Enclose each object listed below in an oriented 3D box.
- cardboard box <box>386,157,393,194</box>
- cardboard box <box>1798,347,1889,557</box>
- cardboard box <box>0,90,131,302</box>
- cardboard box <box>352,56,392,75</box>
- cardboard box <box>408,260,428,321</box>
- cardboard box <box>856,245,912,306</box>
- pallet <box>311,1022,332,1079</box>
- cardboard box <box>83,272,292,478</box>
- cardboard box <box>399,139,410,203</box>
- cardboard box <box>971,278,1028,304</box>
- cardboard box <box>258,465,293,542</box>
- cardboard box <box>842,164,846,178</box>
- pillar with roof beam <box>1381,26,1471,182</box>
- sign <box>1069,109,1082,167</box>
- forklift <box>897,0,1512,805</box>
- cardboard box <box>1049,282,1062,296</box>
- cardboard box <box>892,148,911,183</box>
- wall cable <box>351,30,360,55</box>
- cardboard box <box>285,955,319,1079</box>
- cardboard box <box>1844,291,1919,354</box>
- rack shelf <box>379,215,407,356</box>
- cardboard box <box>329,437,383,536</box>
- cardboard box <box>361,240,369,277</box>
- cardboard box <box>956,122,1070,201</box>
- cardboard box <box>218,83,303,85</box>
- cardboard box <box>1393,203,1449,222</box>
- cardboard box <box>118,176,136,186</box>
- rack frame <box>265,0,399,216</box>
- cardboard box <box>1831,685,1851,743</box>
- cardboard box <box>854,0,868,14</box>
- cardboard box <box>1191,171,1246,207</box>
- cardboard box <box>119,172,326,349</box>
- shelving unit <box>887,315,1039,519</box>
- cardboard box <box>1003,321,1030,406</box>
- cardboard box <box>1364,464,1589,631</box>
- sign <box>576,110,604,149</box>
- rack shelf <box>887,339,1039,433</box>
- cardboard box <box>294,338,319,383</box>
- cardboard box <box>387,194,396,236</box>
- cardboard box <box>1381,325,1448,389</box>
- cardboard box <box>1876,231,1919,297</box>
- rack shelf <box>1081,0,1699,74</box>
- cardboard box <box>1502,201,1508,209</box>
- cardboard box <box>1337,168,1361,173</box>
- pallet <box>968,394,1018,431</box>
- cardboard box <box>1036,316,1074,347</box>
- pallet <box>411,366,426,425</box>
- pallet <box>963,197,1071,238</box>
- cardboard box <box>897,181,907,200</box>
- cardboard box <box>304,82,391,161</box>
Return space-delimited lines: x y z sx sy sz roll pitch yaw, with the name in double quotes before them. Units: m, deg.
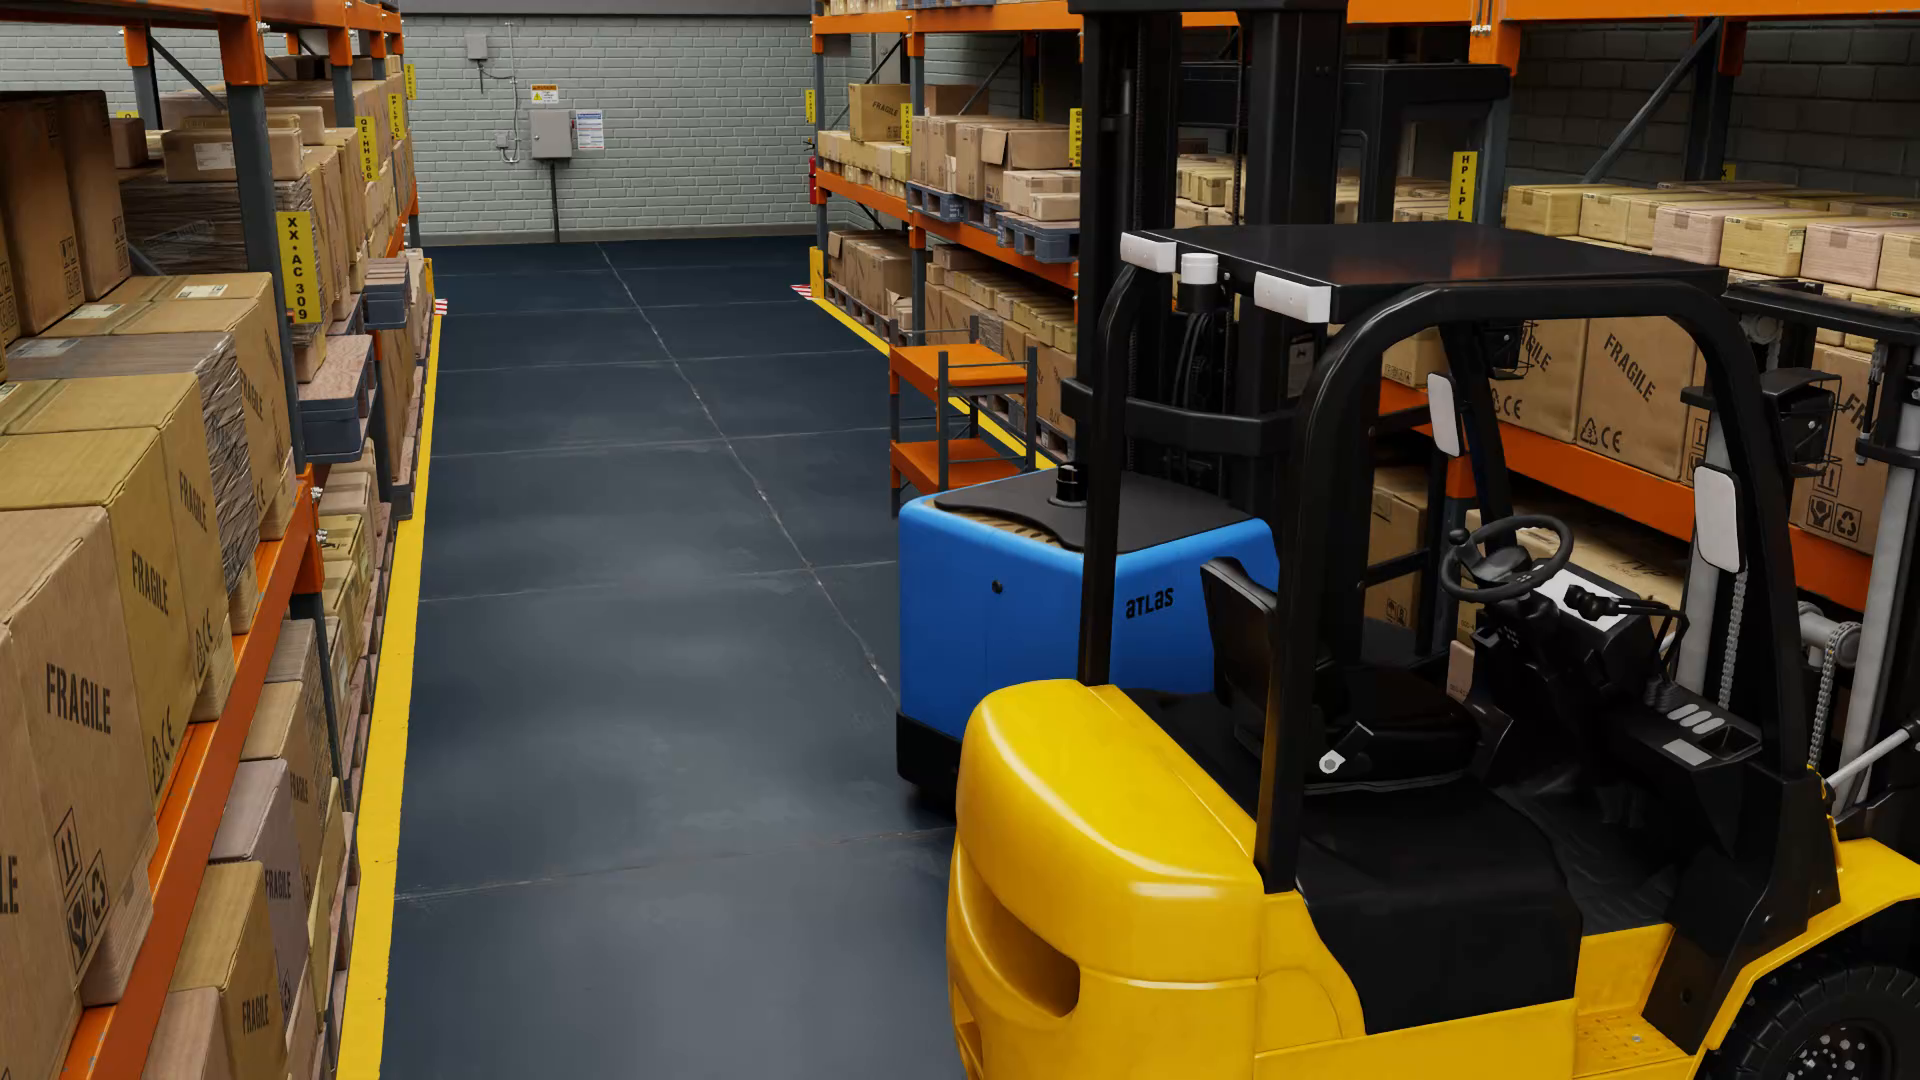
"cardboard box" -4.174 -2.484 11.398 0.500 0.250 0.500 -4 17 -14
"cardboard box" 2.585 -0.218 4.290 0.500 0.500 0.500 -5 17 -15
"cardboard box" -2.562 -0.874 4.219 0.700 0.500 0.500 -5 17 -16
"cardboard box" -4.911 -3.925 13.764 0.380 0.149 0.250 -5 17 -15
"cardboard box" -5.235 -2.210 14.818 0.875 0.438 0.875 -4 17 -14
"cardboard box" -0.677 -2.490 15.643 0.500 0.500 0.500 -4 17 -14
"pallet" -1.917 1.513 3.549 1.003 0.211 1.213 -5 17 -15
"cardboard box" -2.113 -0.431 4.481 0.500 0.500 0.500 -5 17 -17
"cardboard box" -4.815 -3.032 13.660 0.500 0.500 0.500 -5 17 -15
"cardboard box" 0.294 -1.857 12.407 0.380 0.149 0.250 -5 17 -15
"cardboard box" -2.018 -0.090 4.475 0.380 0.149 0.250 -4 17 -14
"cardboard box" -0.944 -3.612 16.200 0.380 0.149 0.250 -4 17 -14
"pillar with roof beam" -1.717 -4.087 6.916 9.100 9.000 0.400 -5 17 -15
"sign" 0.679 -2.315 9.569 0.100 0.325 0.005 -5 17 -15
"forklift" 1.220 -0.683 6.131 3.031 2.935 1.130 -14 22 -39
"cardboard box" 0.874 -1.831 12.321 0.380 0.149 0.250 -4 17 -14
"cardboard box" -0.276 -3.142 13.942 0.500 0.250 0.500 -4 17 -14
"wall cable" -7.344 -5.722 20.968 0.585 1.953 0.123 -5 17 -15
"cardboard box" -1.762 1.202 3.786 0.500 0.250 0.500 -4 17 -14
"cardboard box" 2.538 -0.557 4.292 0.380 0.149 0.250 -5 17 -16
"rack shelf" -4.123 -1.659 10.511 1.077 0.370 4.000 -5 17 -15
"cardboard box" -3.428 -0.236 8.360 0.950 0.372 0.625 -6 18 -19
"cardboard box" -3.002 -1.324 7.853 0.380 0.149 0.250 -5 17 -16
"cardboard box" 0.374 -2.687 11.780 0.700 0.500 0.500 -5 17 -16
"cardboard box" -4.662 -2.800 11.149 0.500 0.500 0.500 -5 17 -16
"cardboard box" 1.901 -1.243 6.573 0.380 0.149 0.250 -5 17 -16
"cardboard box" -2.822 -0.845 5.129 0.500 0.500 0.500 -5 17 -16
"rack frame" -4.673 -2.557 12.249 1.000 3.000 0.127 -5 17 -15
"cardboard box" 2.544 0.483 4.441 0.500 0.250 0.500 -5 17 -16
"cardboard box" -0.736 -4.766 14.827 0.380 0.149 0.250 -4 17 -14
"cardboard box" 1.367 -1.734 8.211 0.380 0.149 0.250 -4 17 -14
"cardboard box" -2.328 -0.887 5.272 0.500 0.500 0.500 -4 17 -14
"shelving unit" -0.002 -0.541 8.796 0.538 1.125 1.048 -5 17 -15
"cardboard box" 0.601 -1.231 11.452 0.500 0.500 0.500 -4 17 -13
"cardboard box" 2.143 0.056 6.951 0.875 0.625 0.625 -4 17 -13
"sign" -4.866 -5.397 21.871 0.329 0.494 0.001 -5 17 -15
"rack shelf" -0.002 -0.821 8.712 0.538 0.278 1.000 -5 17 -15
"cardboard box" -2.323 -0.602 5.450 0.380 0.149 0.250 -4 17 -14
"cardboard box" -4.168 -2.240 11.454 0.500 0.250 0.500 -5 17 -16
"cardboard box" 1.907 -0.784 6.609 0.500 0.250 0.500 -4 17 -14
"cardboard box" 2.615 -0.709 4.280 0.380 0.149 0.250 -5 17 -15
"rack shelf" 1.747 -2.382 7.706 1.077 0.370 4.000 -5 17 -15
"cardboard box" 2.384 -1.288 6.725 0.380 0.149 0.250 -5 18 -17
"cardboard box" 1.954 -1.785 8.379 0.380 0.149 0.250 -5 17 -16
"pallet" 0.697 -1.054 12.095 1.003 0.211 1.213 -5 17 -15
"cardboard box" 0.714 -1.348 10.713 0.380 0.149 0.250 -6 18 -18
"pallet" -4.388 -1.014 11.959 1.003 0.211 1.213 -5 17 -15
"pallet" 0.659 -2.289 11.693 1.003 0.211 1.213 -5 17 -15
"cardboard box" -0.324 -2.968 14.056 0.380 0.149 0.250 -4 17 -14
"cardboard box" -4.159 -2.837 11.271 0.500 0.500 0.500 -4 17 -14
